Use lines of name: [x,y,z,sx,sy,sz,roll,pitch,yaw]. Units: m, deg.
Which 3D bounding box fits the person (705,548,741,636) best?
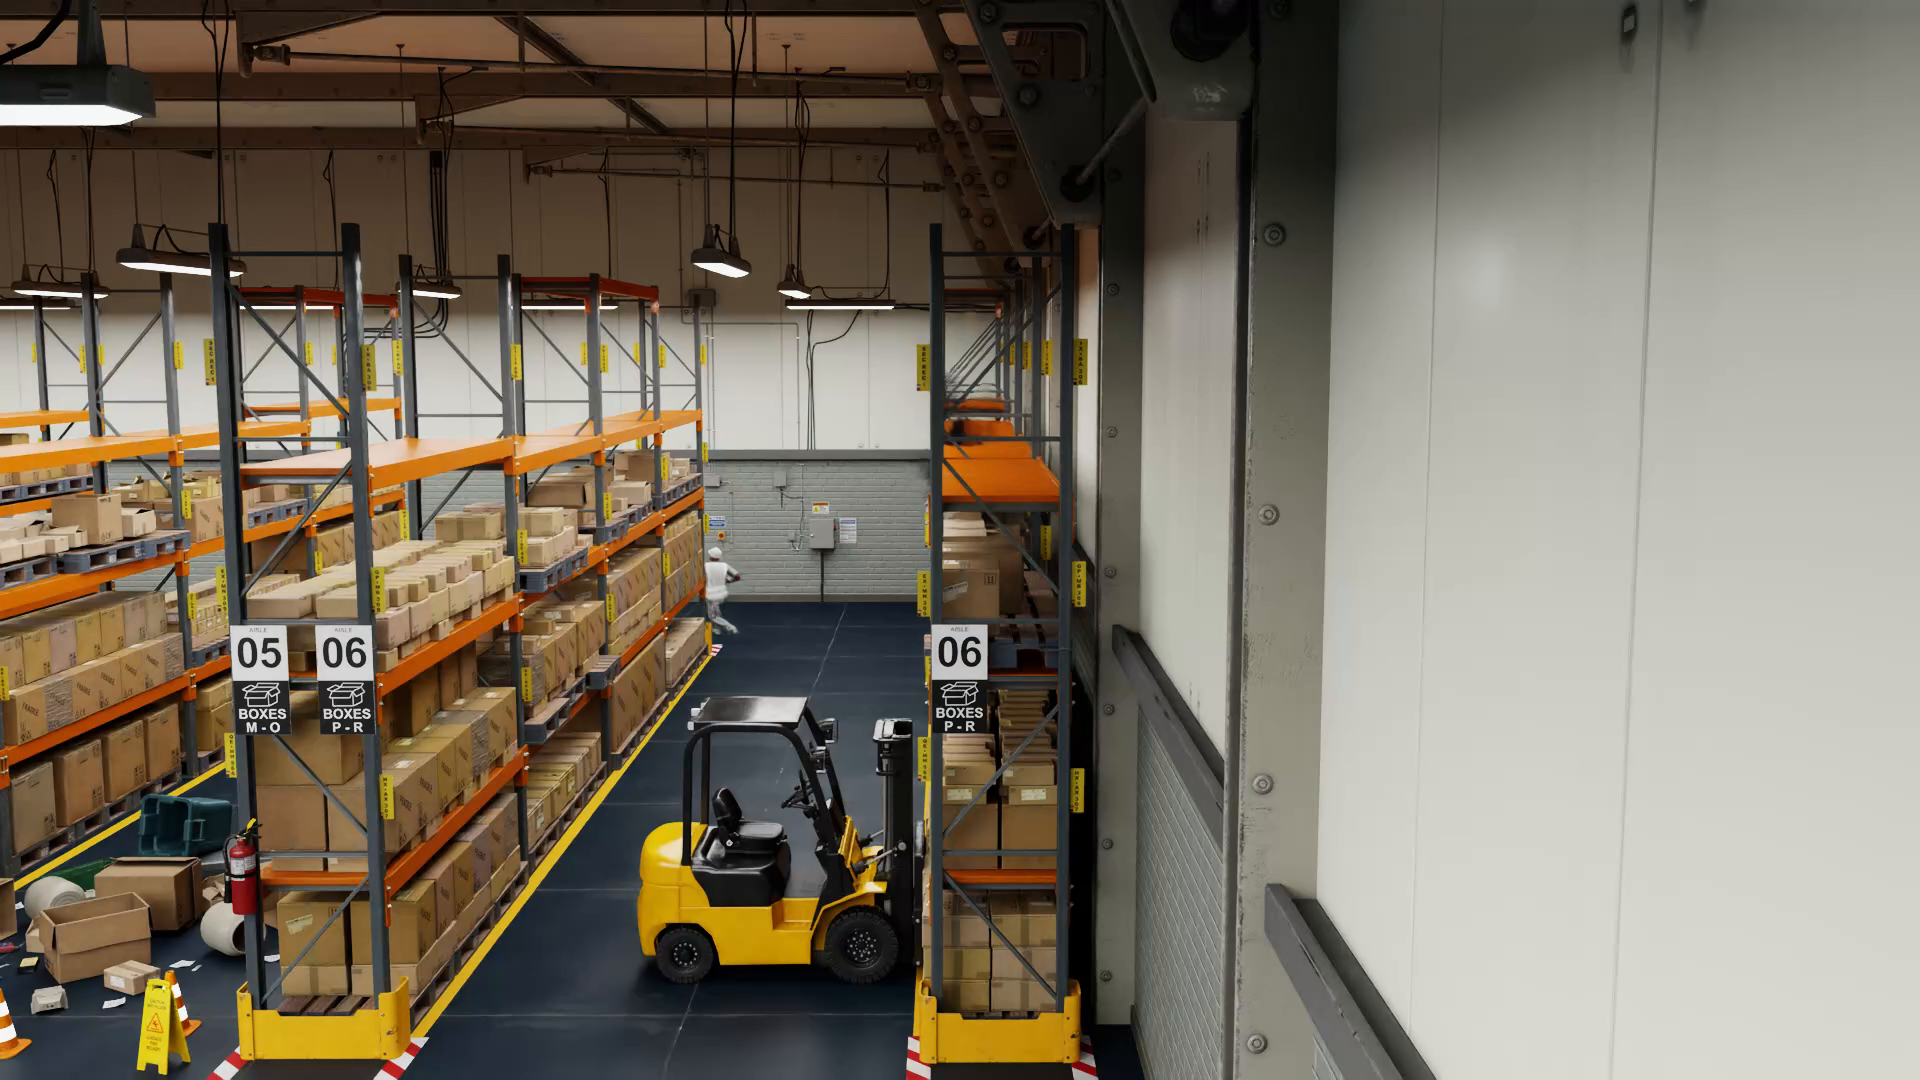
person: [-4.324,0.935,29.330,0.747,1.624,1.034,-7,9,-45]
